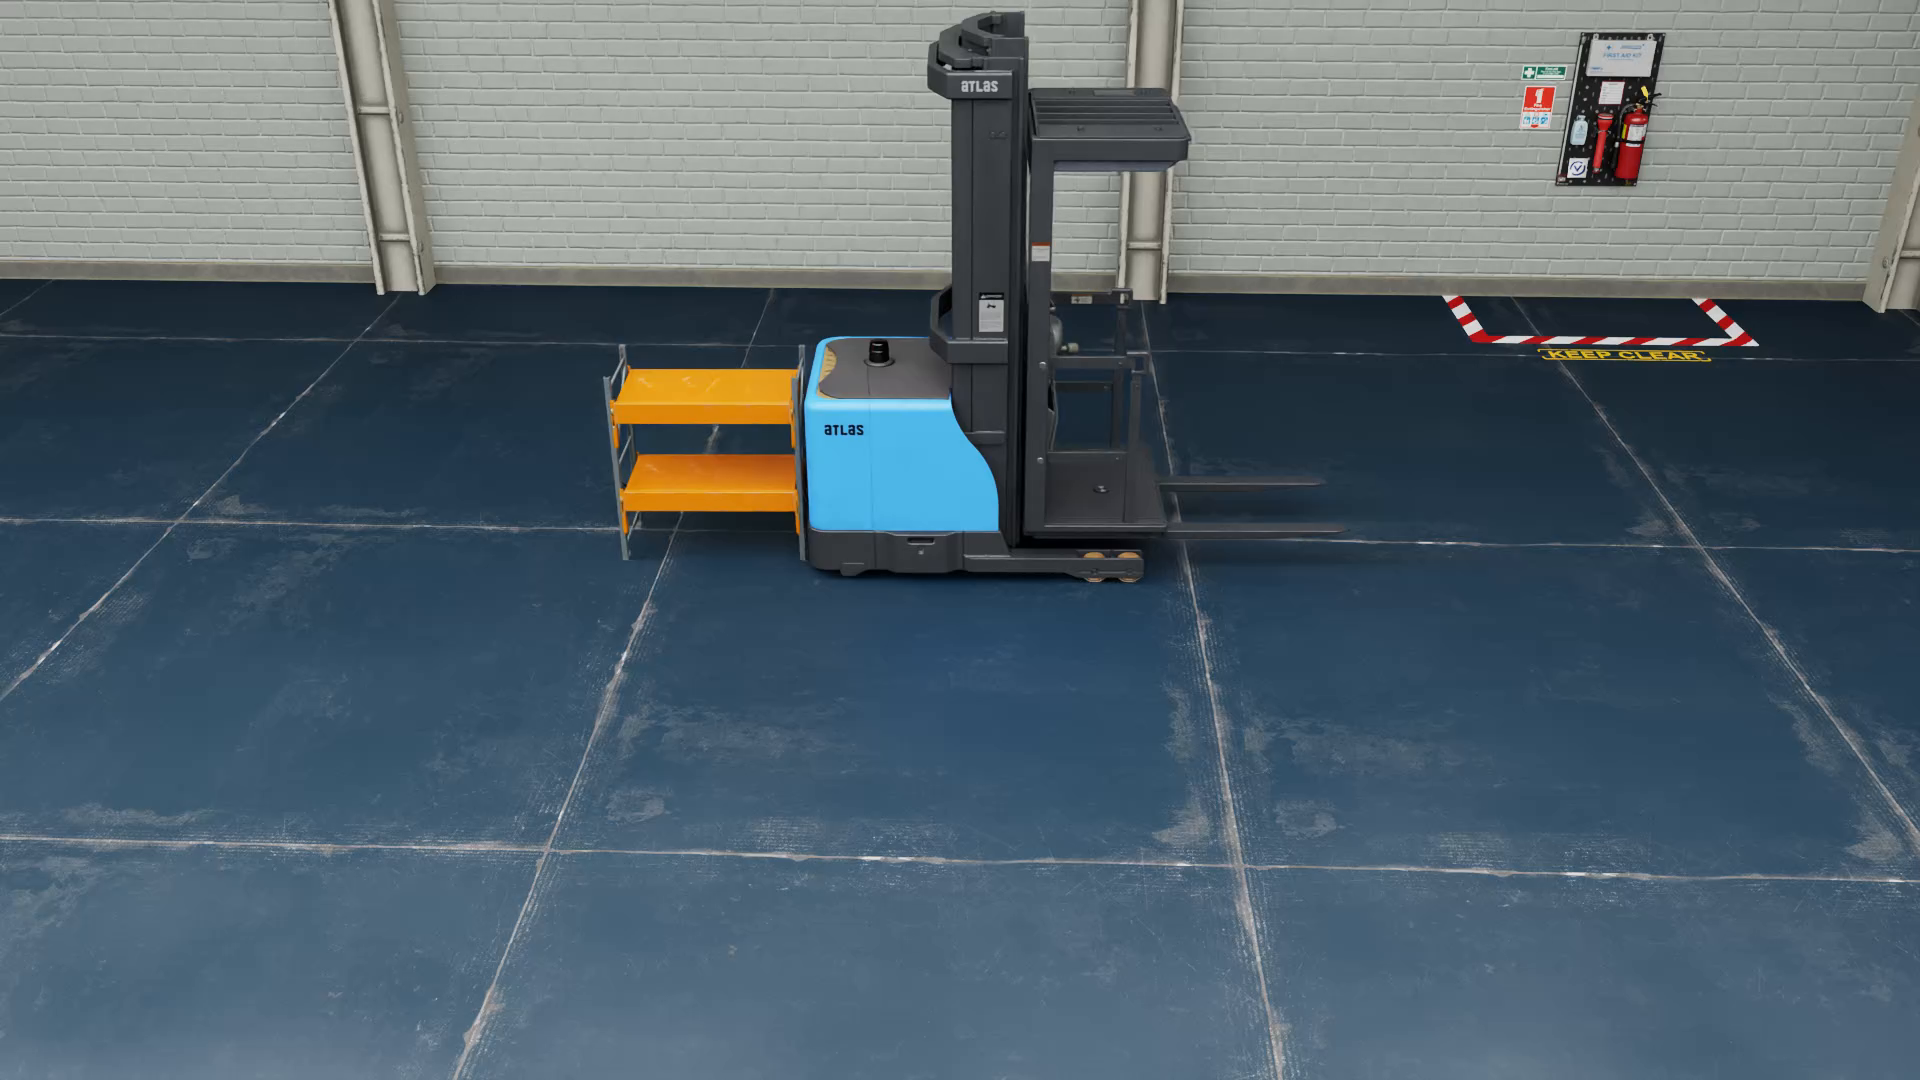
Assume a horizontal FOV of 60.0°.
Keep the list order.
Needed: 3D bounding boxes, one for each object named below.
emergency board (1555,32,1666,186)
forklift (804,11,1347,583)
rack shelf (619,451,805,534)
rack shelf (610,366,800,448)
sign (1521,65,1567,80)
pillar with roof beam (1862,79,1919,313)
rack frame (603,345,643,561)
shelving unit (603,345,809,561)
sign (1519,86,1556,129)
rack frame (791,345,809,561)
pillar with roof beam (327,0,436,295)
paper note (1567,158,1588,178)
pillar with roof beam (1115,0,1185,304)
[{"bbox_3d":[4.989,-3.252,12.682,0.643,1.169,0.194,1,28,2],"label":"emergency board"},{"bbox_3d":[0.667,-1.309,9.089,3.031,2.935,1.130,0,28,0],"label":"forklift"},{"bbox_3d":[-1.407,-0.279,9.597,1.000,0.278,0.538,0,28,0],"label":"rack shelf"},{"bbox_3d":[-1.407,-0.754,9.346,1.000,0.278,0.538,0,28,0],"label":"rack shelf"},{"bbox_3d":[4.444,-3.555,12.650,0.331,0.109,0.001,1,28,2],"label":"sign"},{"bbox_3d":[7.305,-3.829,7.365,0.400,9.000,9.100,1,28,2],"label":"pillar with roof beam"},{"bbox_3d":[-1.915,-0.496,9.485,0.032,1.125,0.500,0,28,0],"label":"rack frame"},{"bbox_3d":[-1.407,-0.495,9.483,1.048,1.125,0.538,0,28,0],"label":"shelving unit"},{"bbox_3d":[4.440,-3.325,12.782,0.234,0.329,0.001,1,28,2],"label":"sign"},{"bbox_3d":[-0.899,-0.494,9.481,0.032,1.125,0.500,0,28,0],"label":"rack frame"},{"bbox_3d":[-4.687,-4.027,7.739,0.400,9.000,9.100,1,28,2],"label":"pillar with roof beam"},{"bbox_3d":[4.814,-2.898,12.955,0.142,0.148,0.016,1,28,2],"label":"paper note"},{"bbox_3d":[1.309,-3.928,7.552,0.400,9.000,9.100,1,28,2],"label":"pillar with roof beam"}]
